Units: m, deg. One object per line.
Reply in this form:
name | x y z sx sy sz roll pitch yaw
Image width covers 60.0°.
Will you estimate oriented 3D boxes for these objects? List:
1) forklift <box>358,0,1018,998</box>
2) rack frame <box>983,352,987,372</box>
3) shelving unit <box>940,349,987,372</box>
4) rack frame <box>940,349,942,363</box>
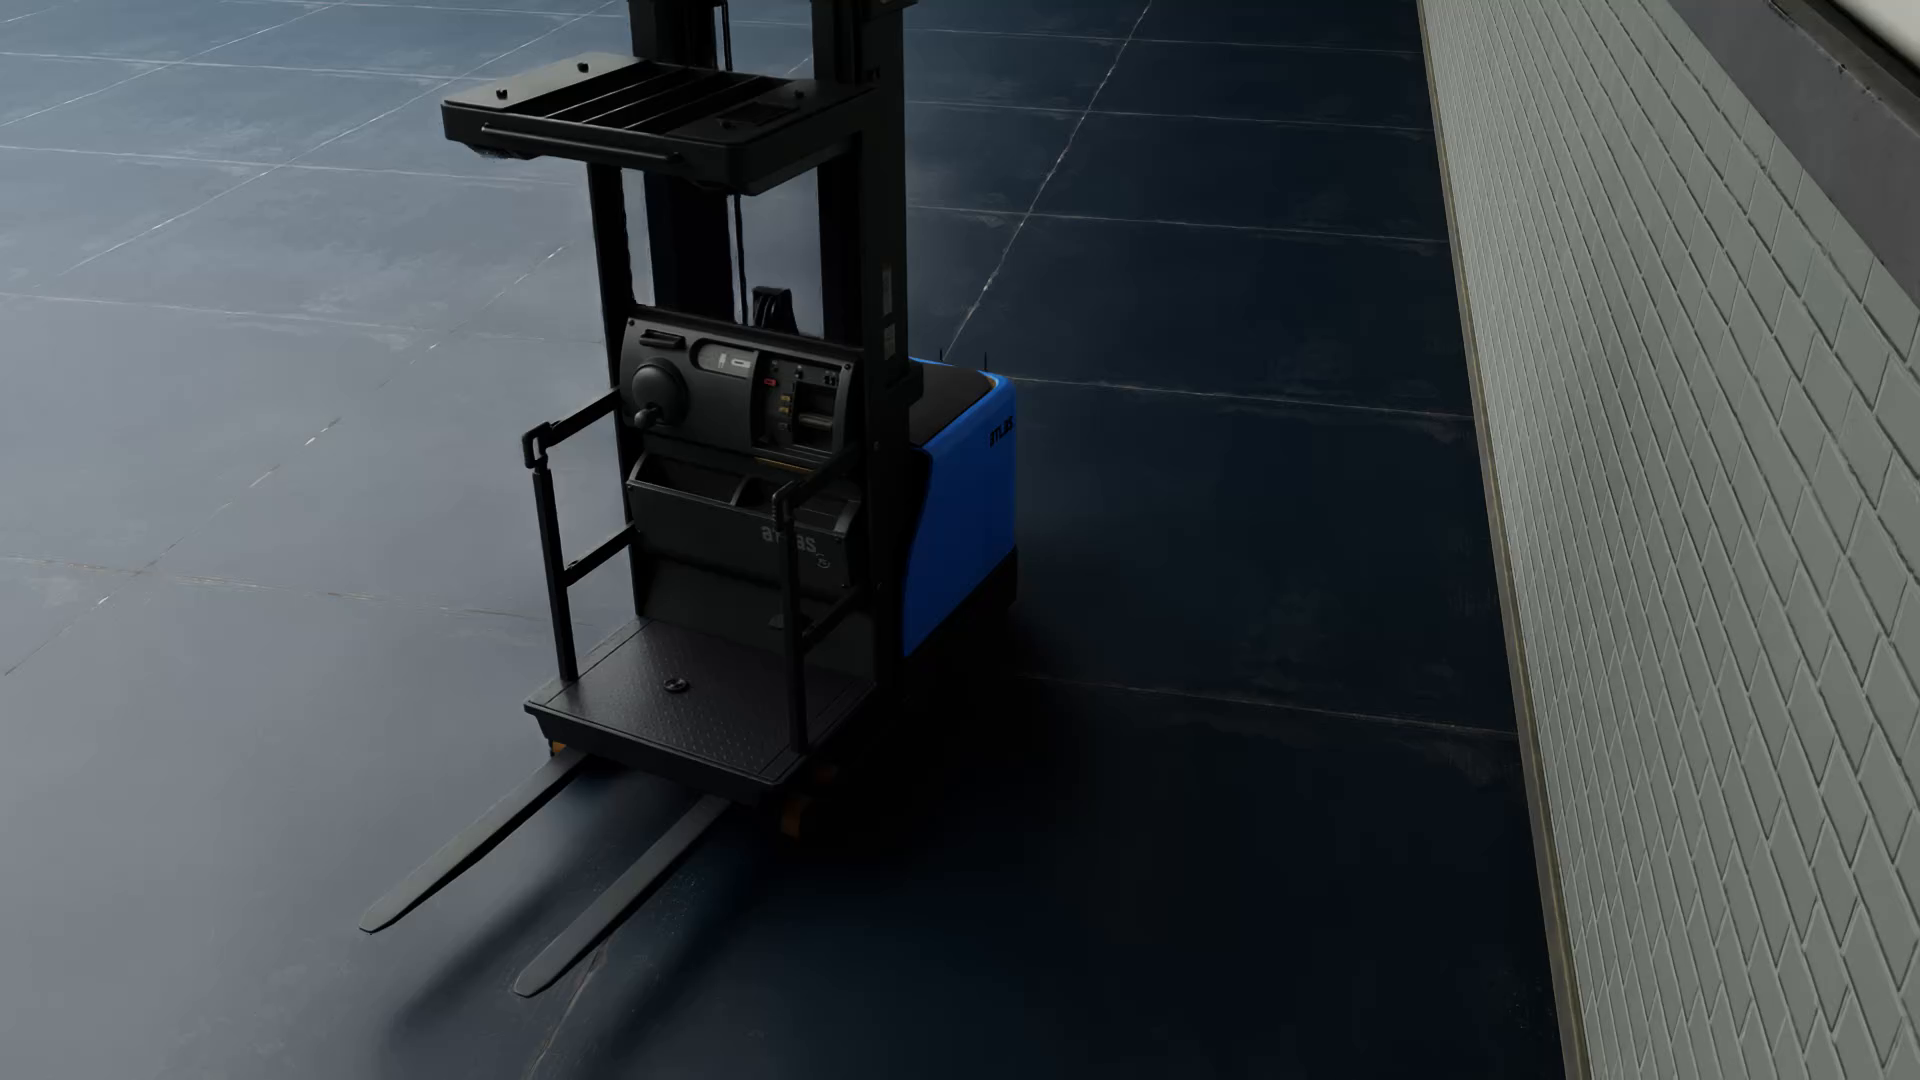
forklift | -0.871 -0.476 5.568 1.130 2.935 3.031 14 32 23
rack frame | 0.091 -0.385 7.517 0.006 0.900 0.240 6 29 11
shelving unit | -0.008 -0.396 7.535 0.210 0.900 0.258 6 29 11
rack frame | -0.107 -0.406 7.554 0.006 0.900 0.240 6 29 11
